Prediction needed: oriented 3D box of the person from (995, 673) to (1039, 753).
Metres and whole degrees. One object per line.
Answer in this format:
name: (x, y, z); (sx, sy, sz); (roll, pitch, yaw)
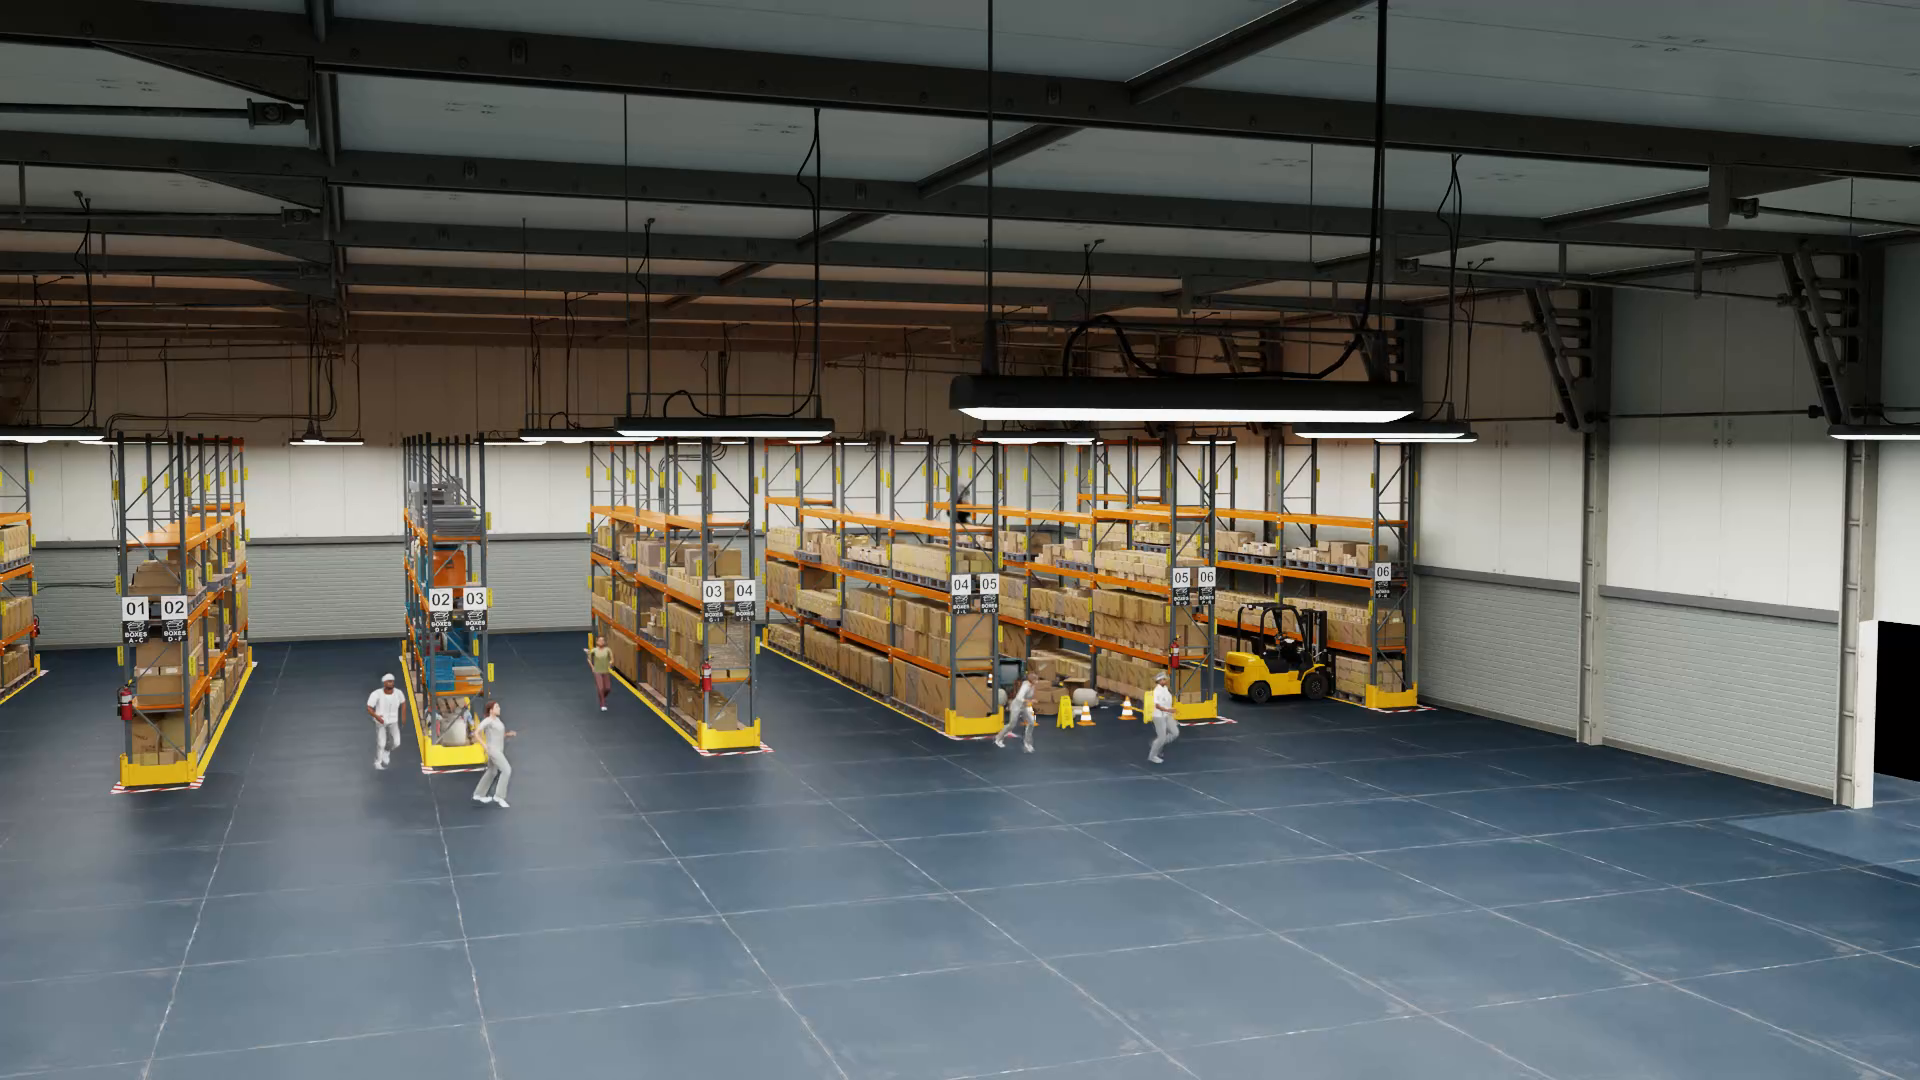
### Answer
person: (1.083, 3.258, 31.382); (0.911, 1.519, 0.579); (2, 4, 25)

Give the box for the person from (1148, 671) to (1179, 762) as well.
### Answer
person: (3.723, 3.214, 30.243); (0.595, 1.672, 0.526); (2, 4, 32)

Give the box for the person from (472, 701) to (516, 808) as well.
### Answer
person: (-7.437, 3.416, 26.519); (0.738, 1.721, 0.531); (0, 3, 1)

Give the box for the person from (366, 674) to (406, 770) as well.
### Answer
person: (-10.171, 3.226, 29.591); (0.755, 1.697, 0.547); (-3, 4, -39)

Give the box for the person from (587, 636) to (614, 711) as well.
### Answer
person: (-7.847, 2.892, 36.342); (0.572, 1.626, 0.604); (-1, 3, -21)
